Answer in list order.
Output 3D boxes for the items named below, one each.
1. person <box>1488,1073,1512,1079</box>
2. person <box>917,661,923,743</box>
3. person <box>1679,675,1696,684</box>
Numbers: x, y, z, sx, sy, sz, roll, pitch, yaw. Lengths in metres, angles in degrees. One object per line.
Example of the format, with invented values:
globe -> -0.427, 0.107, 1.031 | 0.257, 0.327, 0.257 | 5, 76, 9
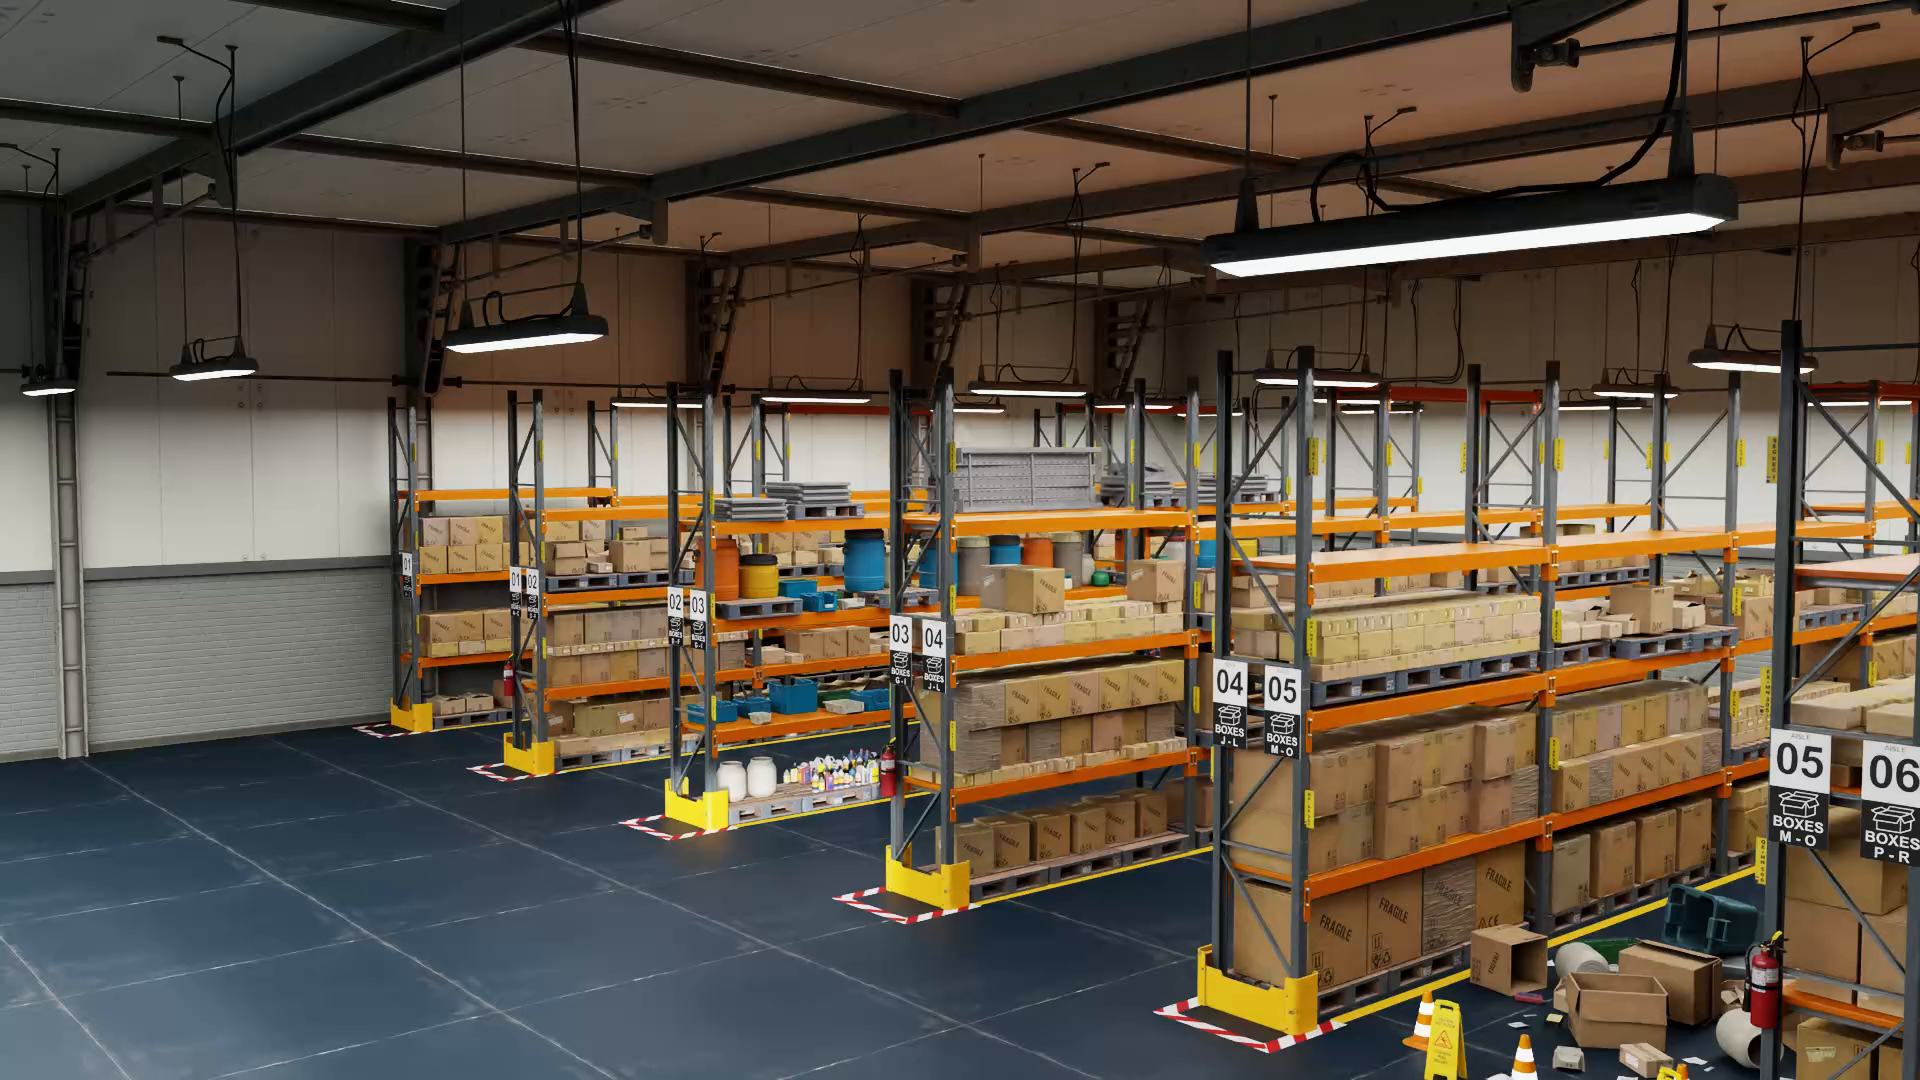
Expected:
person -> 3.106, 3.776, 9.465 | 0.692, 1.726, 0.997 | 1, 4, 19
person -> -0.493, 2.632, 28.815 | 0.582, 1.655, 0.904 | 2, 4, 30
person -> 10.981, 2.874, 25.199 | 0.548, 1.658, 0.612 | -3, 5, -43
